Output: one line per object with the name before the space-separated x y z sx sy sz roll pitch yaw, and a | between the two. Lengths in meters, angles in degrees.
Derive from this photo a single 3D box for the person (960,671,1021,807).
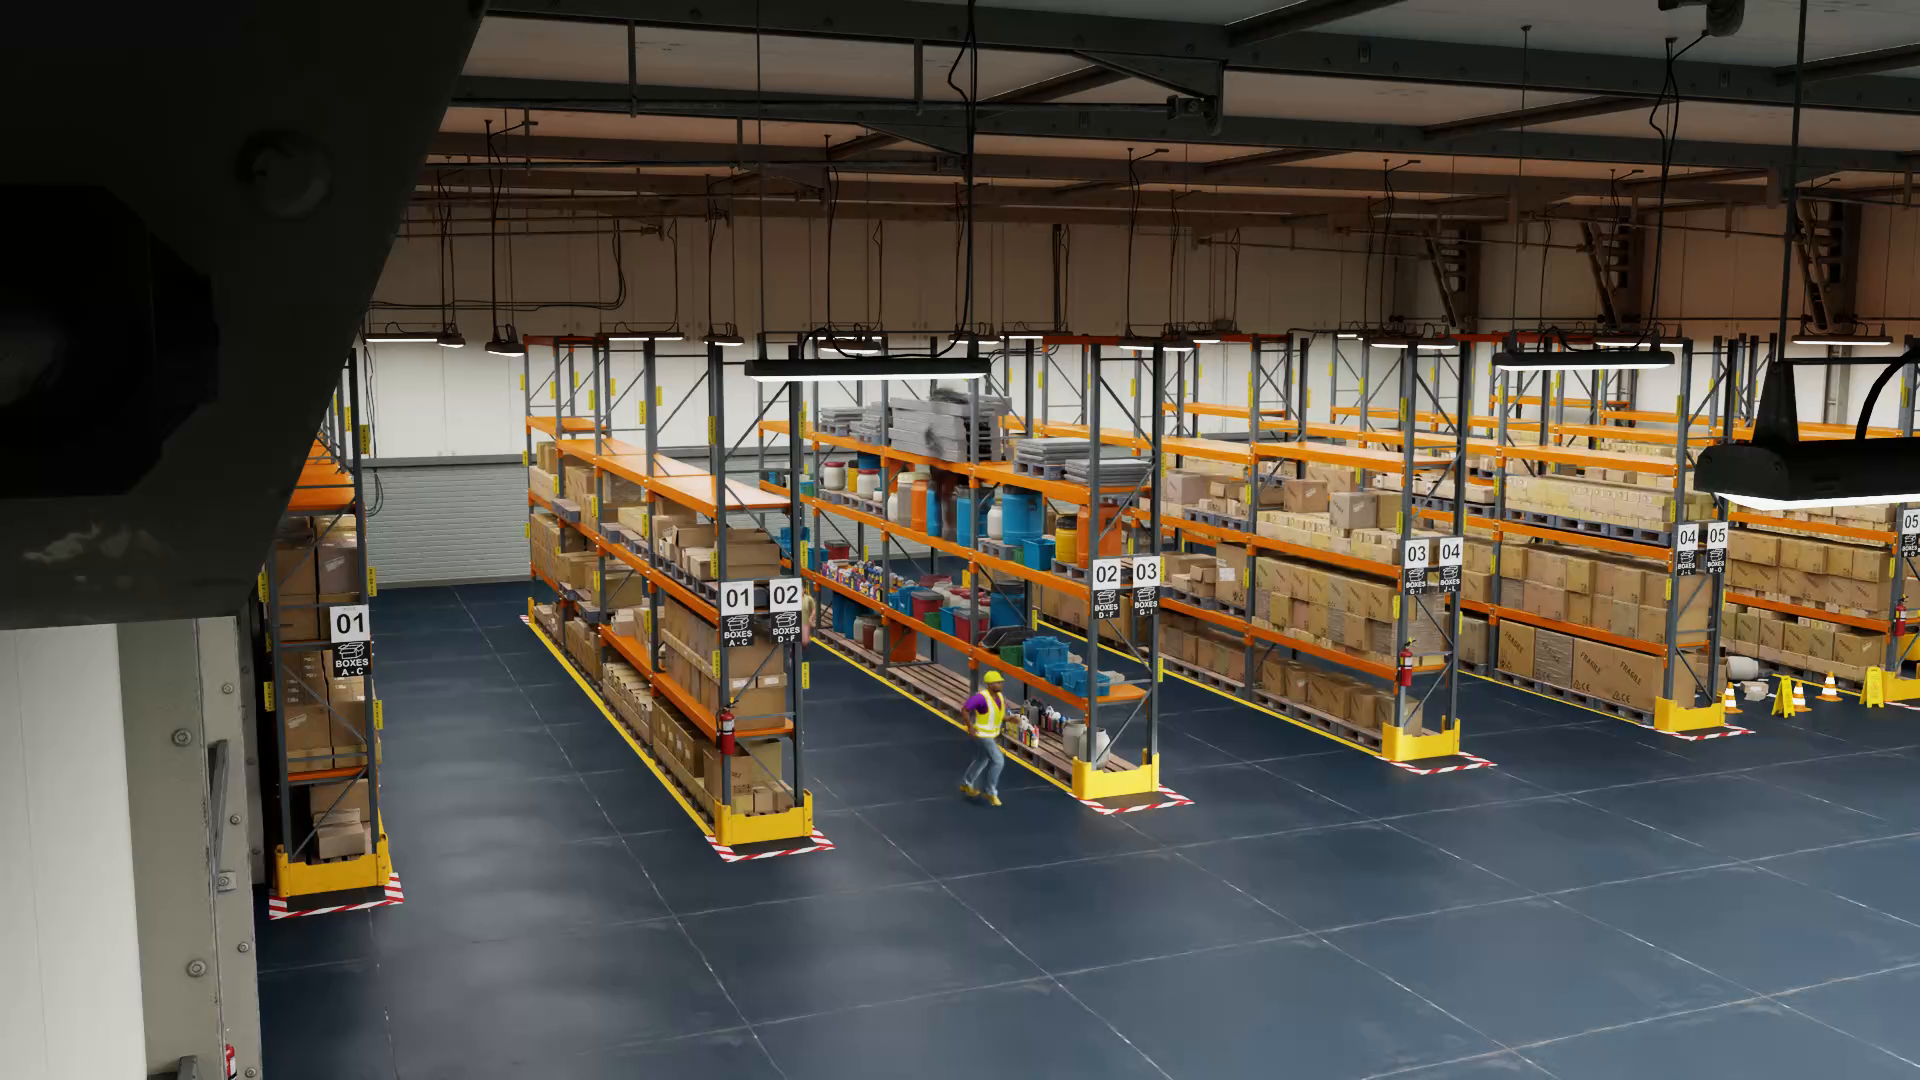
person | 0.358 2.597 21.790 0.864 1.813 0.626 4 8 26

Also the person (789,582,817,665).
person | -2.826 1.501 29.660 0.570 1.538 0.595 -2 8 -16
